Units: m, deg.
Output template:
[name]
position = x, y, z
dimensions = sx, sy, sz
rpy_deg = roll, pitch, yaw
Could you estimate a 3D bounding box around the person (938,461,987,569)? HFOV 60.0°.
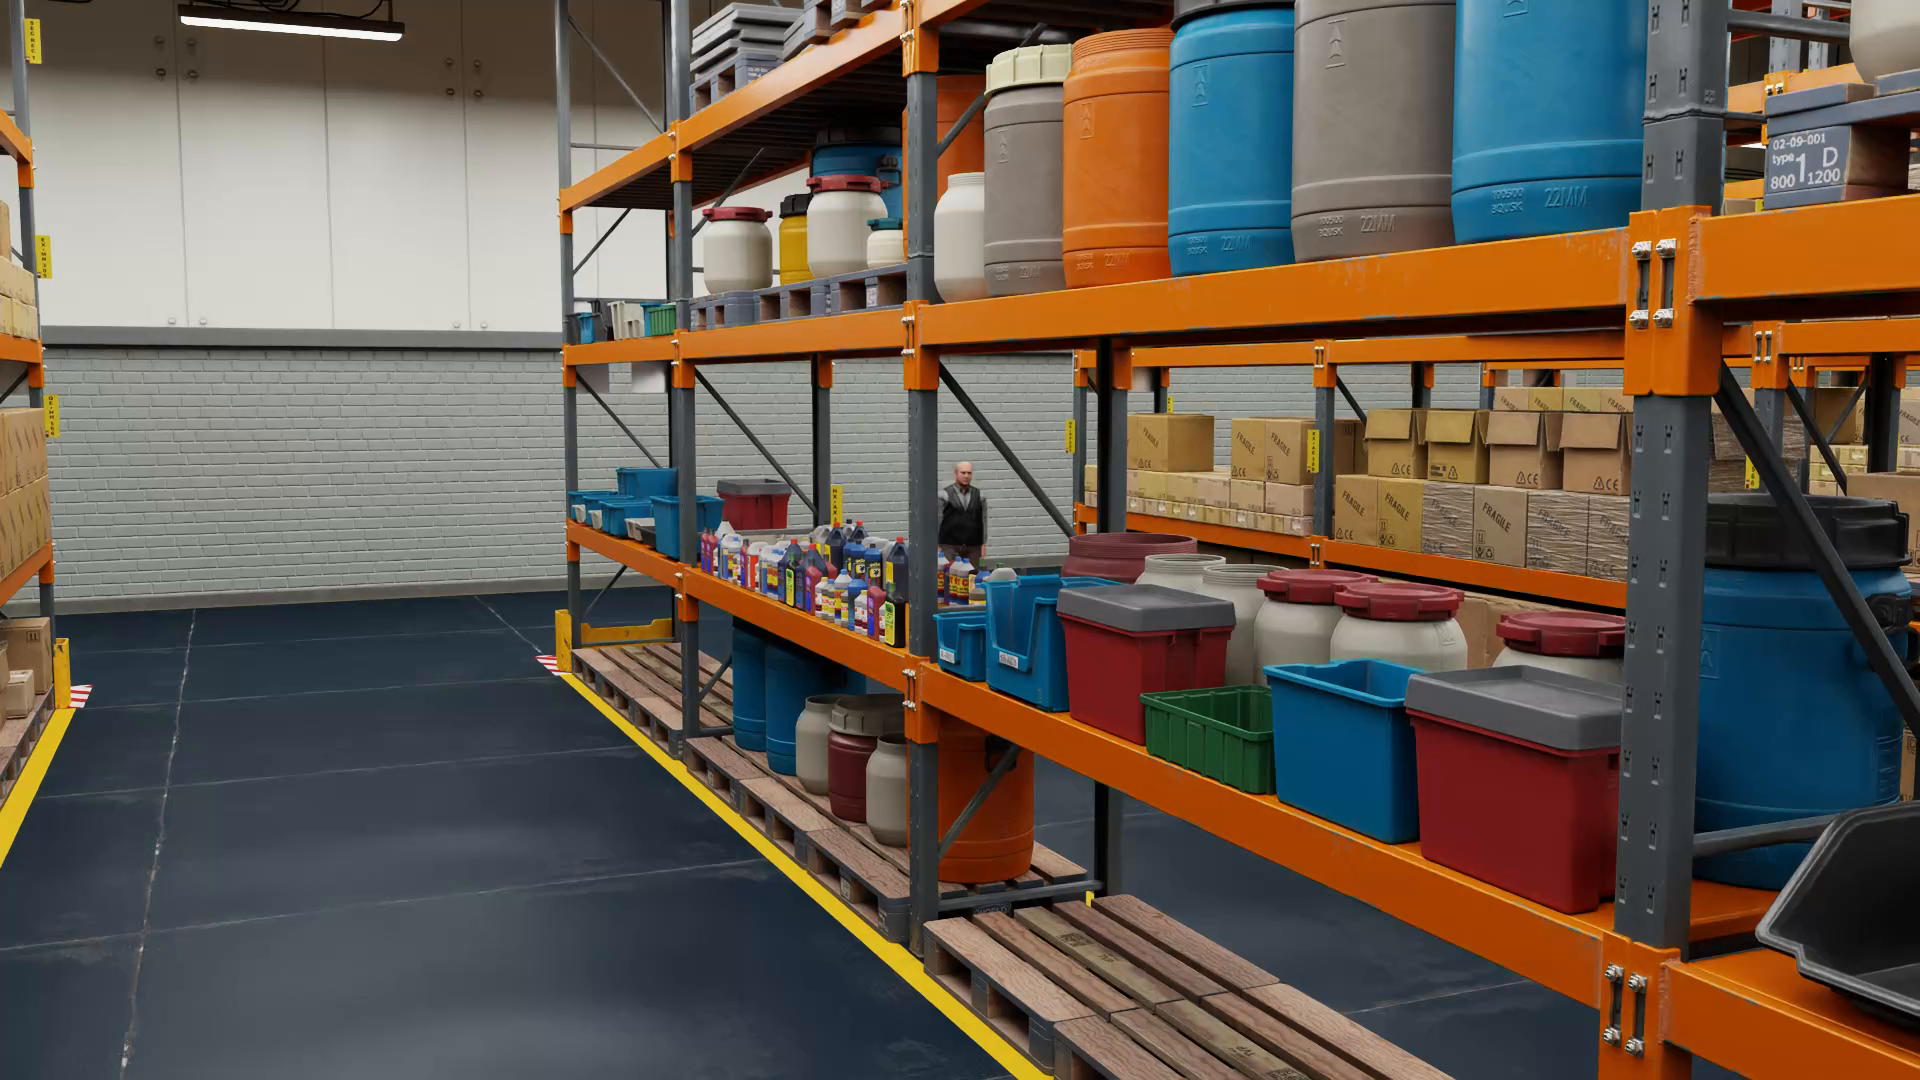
[person]
position = 0.020, 0.089, 16.384
dimensions = 0.562, 1.725, 0.550
rpy_deg = -1, 5, -12
